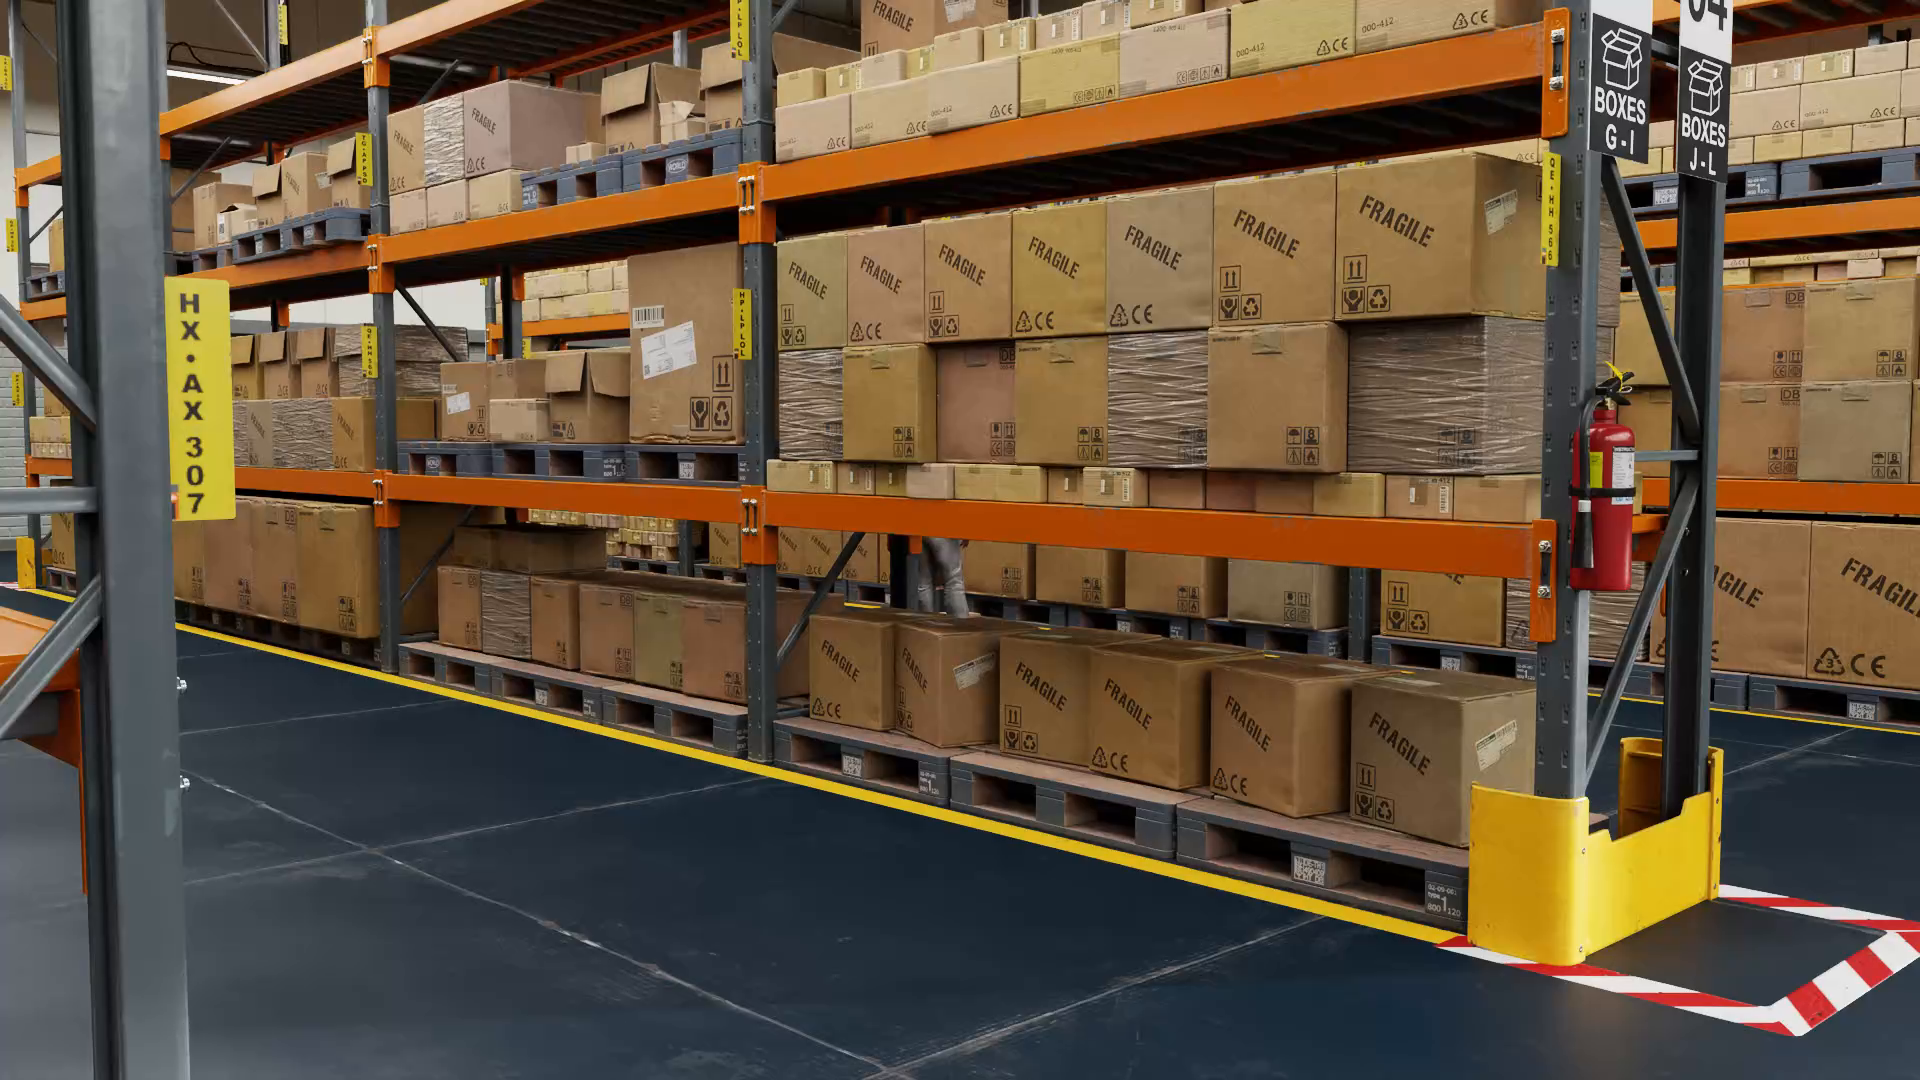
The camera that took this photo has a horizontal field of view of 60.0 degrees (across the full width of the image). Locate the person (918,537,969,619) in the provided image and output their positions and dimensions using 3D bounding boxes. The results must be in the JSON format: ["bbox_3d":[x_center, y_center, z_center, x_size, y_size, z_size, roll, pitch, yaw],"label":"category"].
[{"bbox_3d":[-0.148,-0.096,11.884,0.574,1.769,0.665,-4,5,-44],"label":"person"}]
